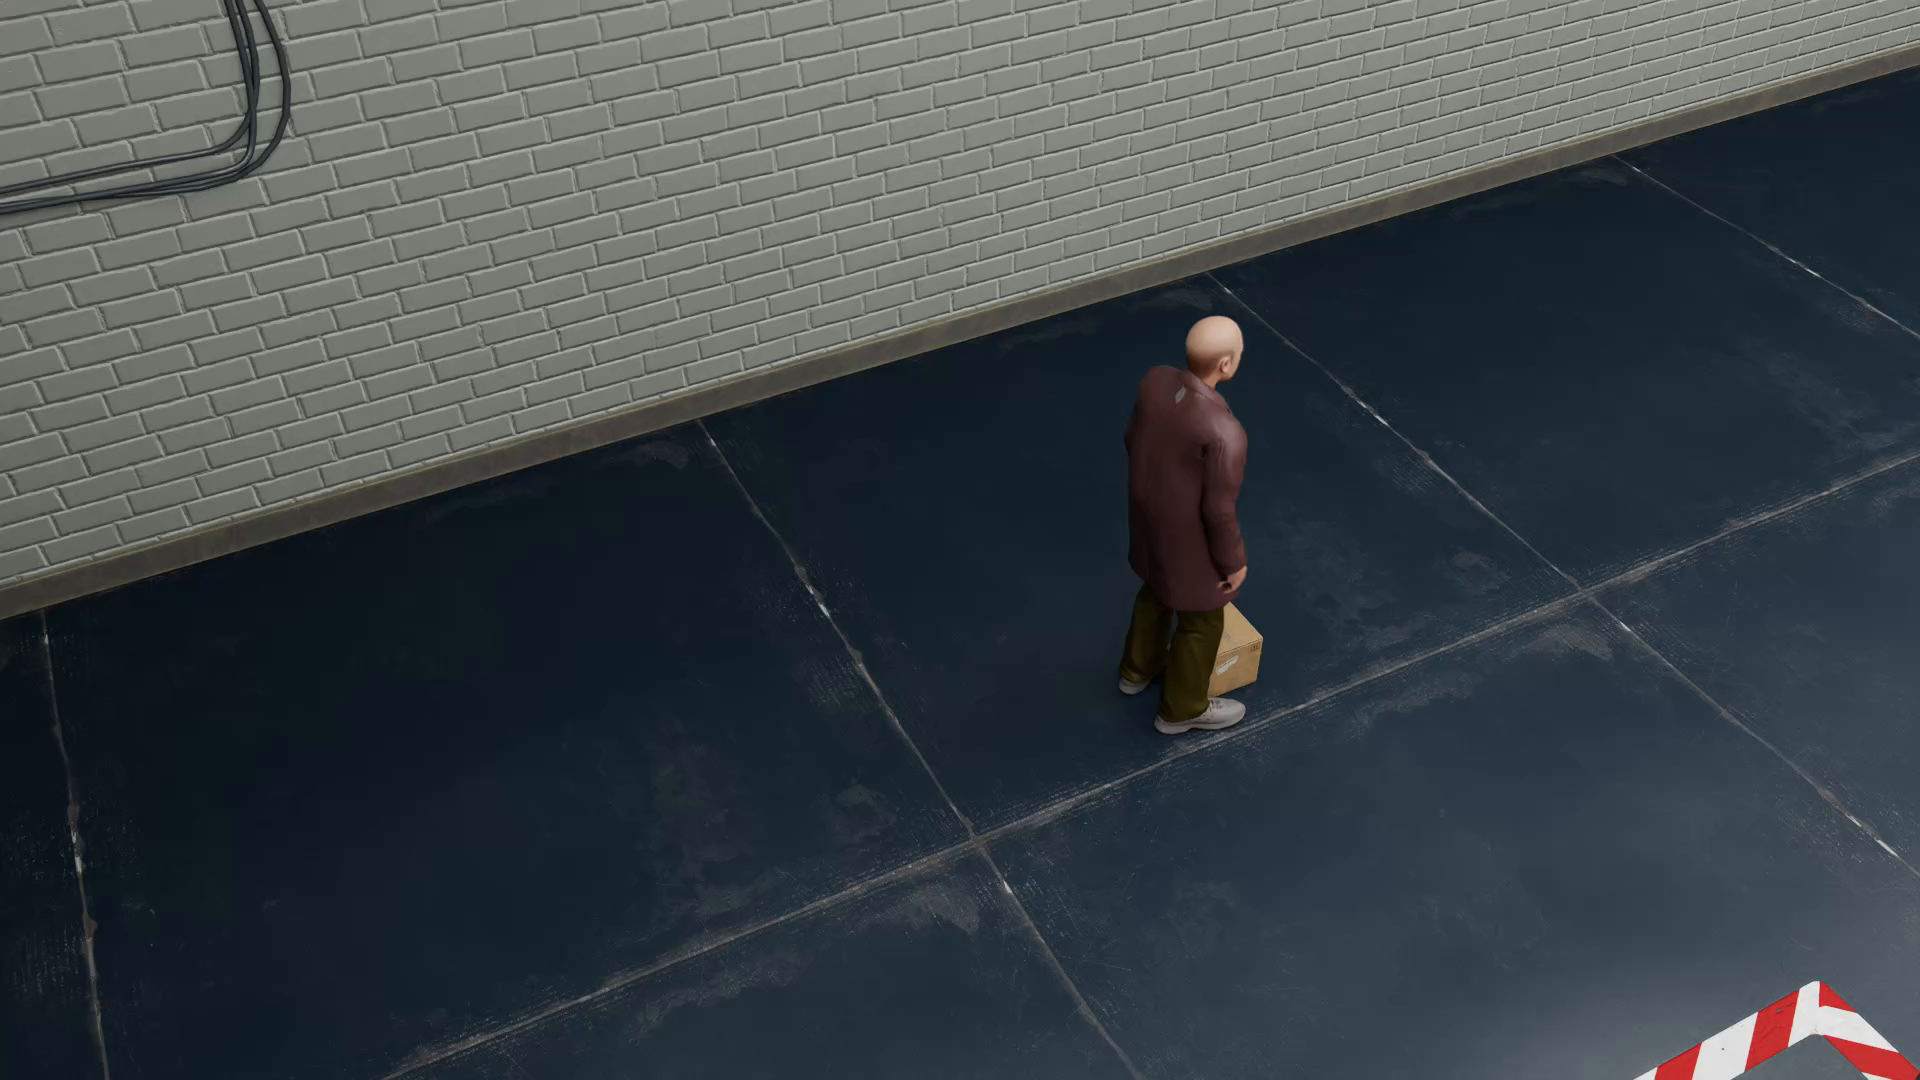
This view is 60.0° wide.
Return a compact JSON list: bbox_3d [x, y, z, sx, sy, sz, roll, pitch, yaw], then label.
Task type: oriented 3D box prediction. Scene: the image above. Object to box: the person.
[{"bbox_3d":[0.839,-0.038,6.239,0.416,1.741,0.653,-20,44,-21],"label":"person"}]
